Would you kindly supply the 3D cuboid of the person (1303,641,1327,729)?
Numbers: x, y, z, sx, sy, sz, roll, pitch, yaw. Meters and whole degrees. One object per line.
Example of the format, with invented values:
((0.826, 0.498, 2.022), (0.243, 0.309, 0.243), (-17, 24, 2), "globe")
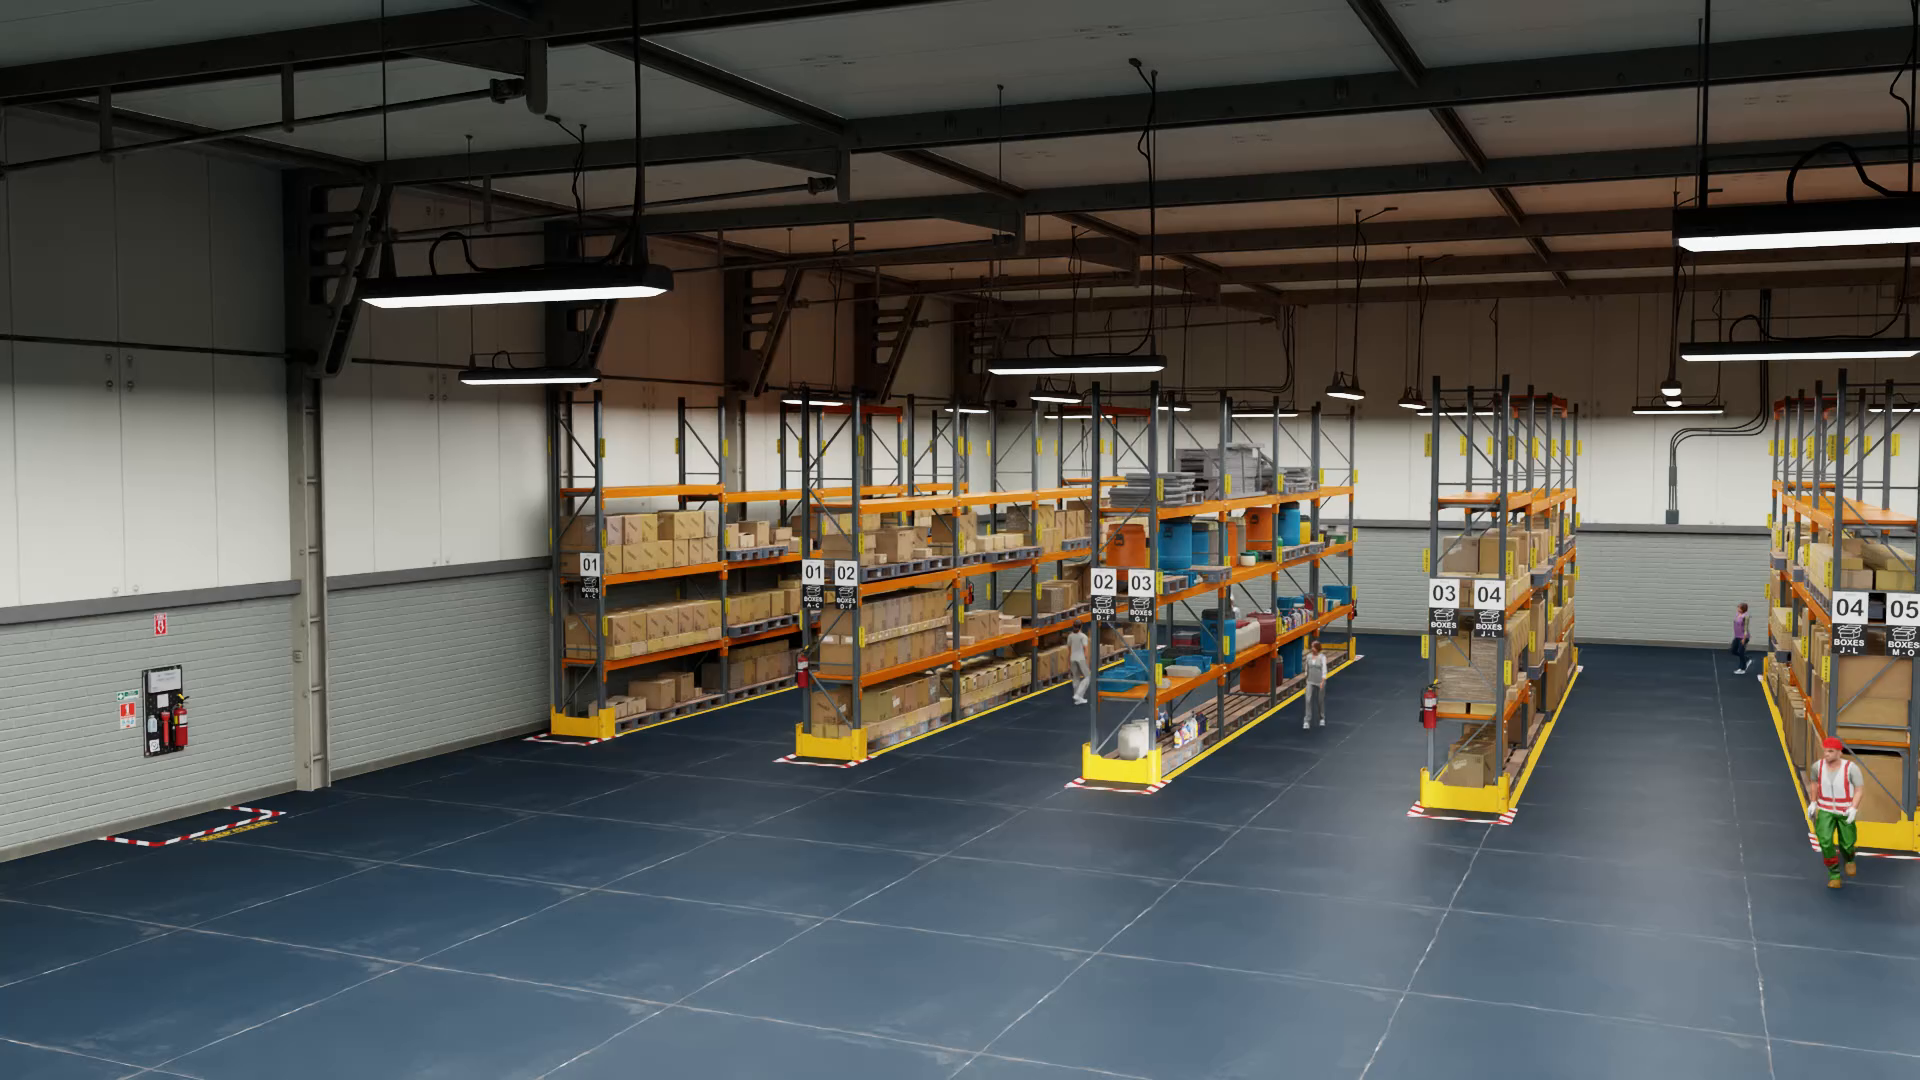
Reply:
((6.310, 2.570, 29.582), (0.420, 1.552, 0.903), (2, 4, 26), "person")

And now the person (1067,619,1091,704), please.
((2.304, 2.382, 32.448), (0.500, 1.669, 0.515), (2, 4, 28), "person")

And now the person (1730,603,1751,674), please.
((17.356, 2.165, 36.800), (0.480, 1.581, 0.418), (0, 3, -9), "person")

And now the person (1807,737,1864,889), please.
((10.080, 3.099, 19.156), (0.592, 1.697, 0.796), (2, 4, 37), "person")

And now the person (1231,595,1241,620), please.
((6.036, 2.071, 37.271), (0.561, 1.718, 1.068), (1, 3, 21), "person")
